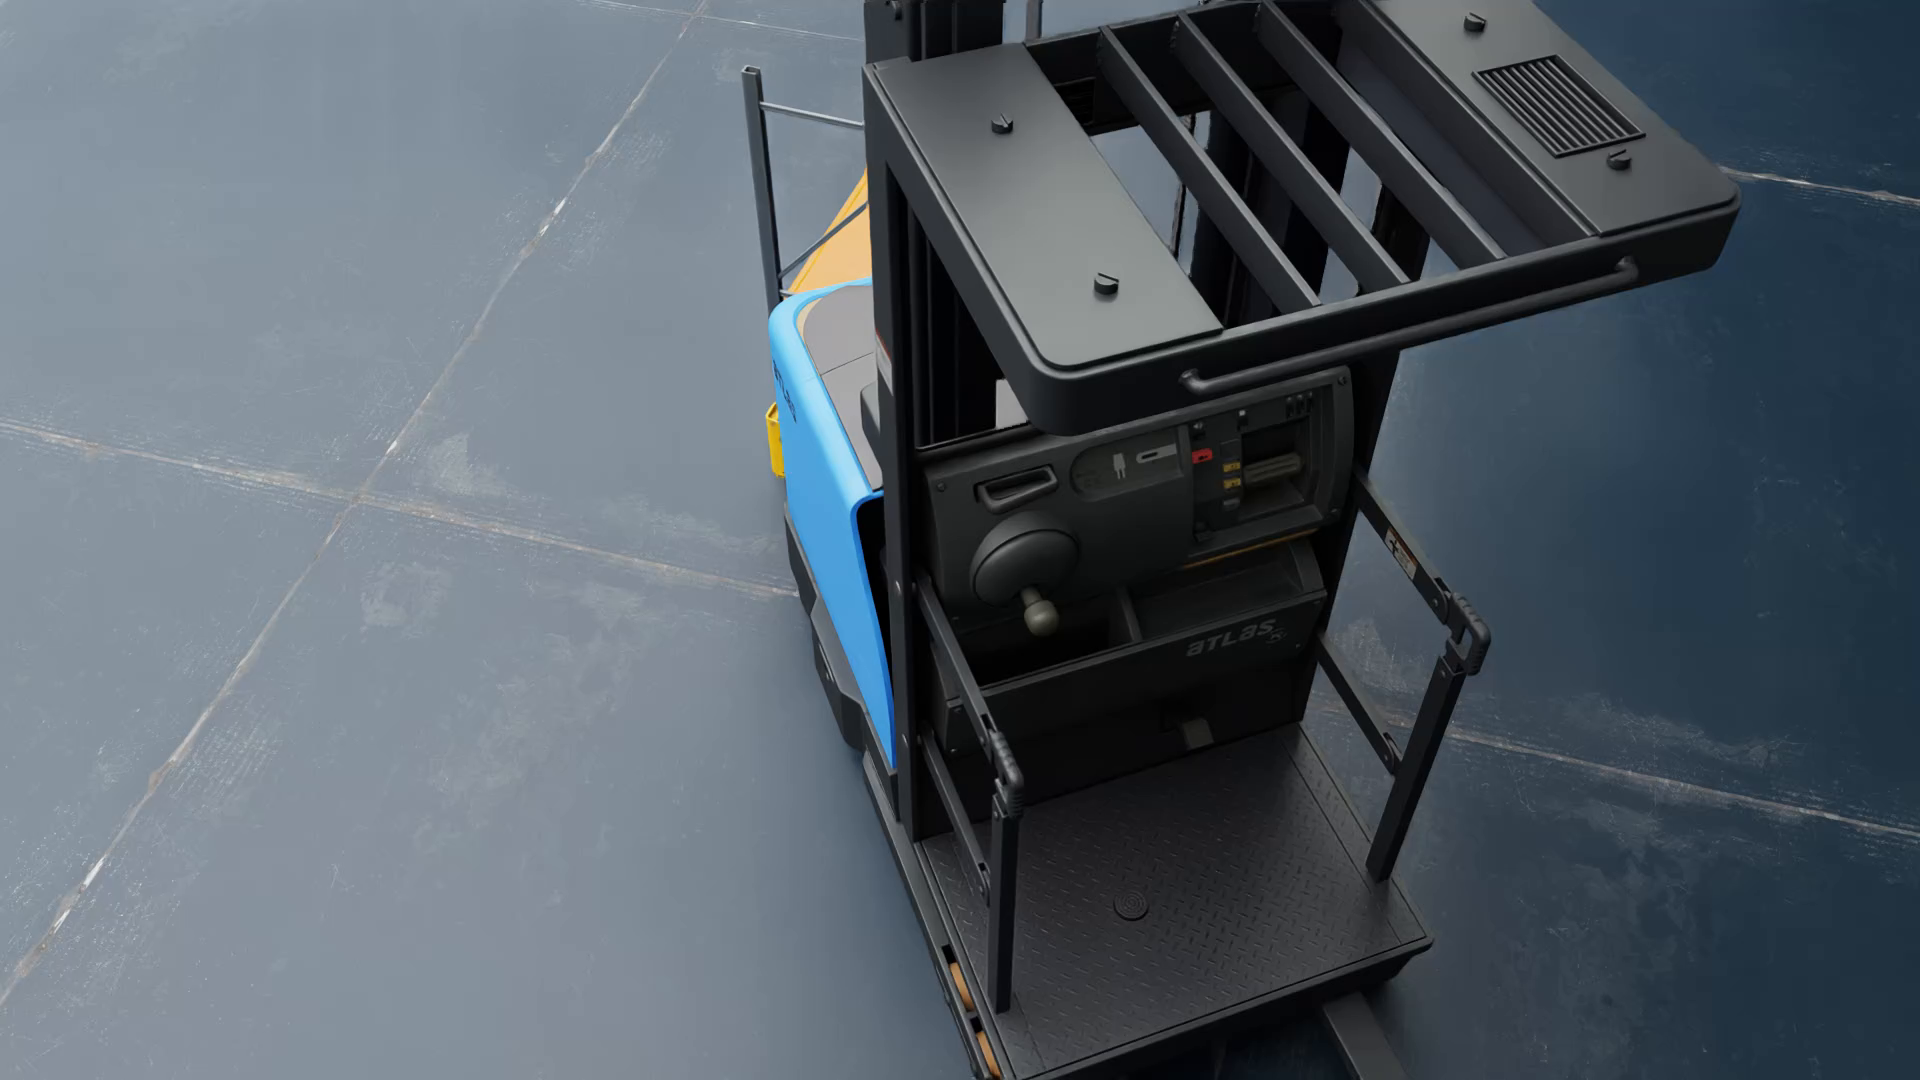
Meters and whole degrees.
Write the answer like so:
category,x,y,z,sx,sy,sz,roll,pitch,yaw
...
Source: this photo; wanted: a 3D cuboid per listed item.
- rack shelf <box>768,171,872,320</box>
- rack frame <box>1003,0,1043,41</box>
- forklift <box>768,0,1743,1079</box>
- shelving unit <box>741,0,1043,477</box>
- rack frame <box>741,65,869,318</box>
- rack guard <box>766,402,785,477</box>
category,x,y,z,sx,sy,sz,roll,pitch,yaw
rack shelf,-0.159,-0.911,5.293,0.538,0.185,1.000,15,50,13
rack frame,0.012,-1.389,5.475,0.500,1.500,0.032,15,50,13
forklift,0.461,0.019,3.278,1.130,2.935,3.031,-15,50,-13
shelving unit,-0.162,-1.023,5.153,0.587,1.500,1.083,15,50,13
rack frame,-0.330,-0.671,4.842,0.500,1.500,0.032,15,50,13
rack guard,-0.330,-0.258,5.311,0.587,0.250,0.087,15,50,13
